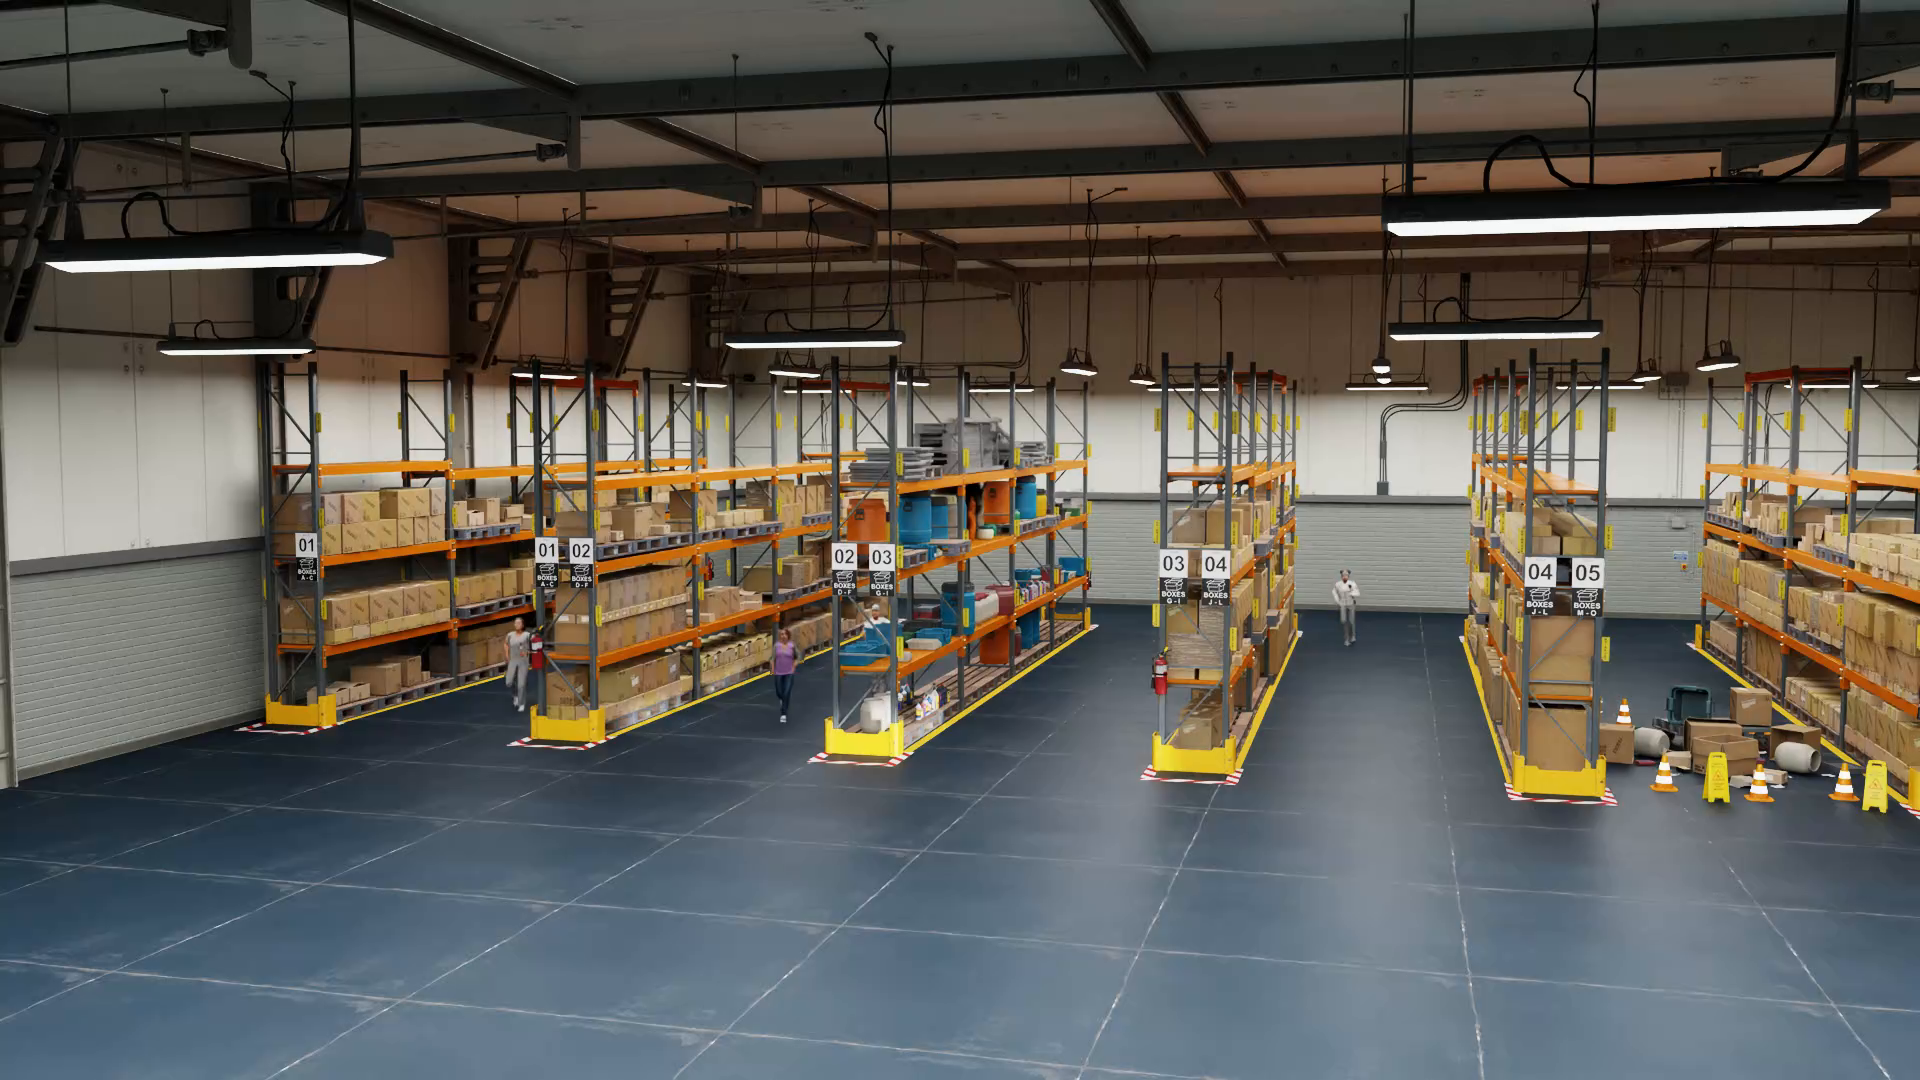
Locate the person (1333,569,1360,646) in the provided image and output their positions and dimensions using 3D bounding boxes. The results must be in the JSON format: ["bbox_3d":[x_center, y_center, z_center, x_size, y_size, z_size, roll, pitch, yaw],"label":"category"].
[{"bbox_3d":[8.733,1.526,37.613,0.612,1.758,0.711,1,4,15],"label":"person"}]

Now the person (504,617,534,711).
[{"bbox_3d":[-7.648,2.154,28.841,0.609,1.638,0.527,0,4,5],"label":"person"}]

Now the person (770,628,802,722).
[{"bbox_3d":[-2.943,2.257,28.032,0.536,1.565,0.651,0,4,0],"label":"person"}]

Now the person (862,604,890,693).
[{"bbox_3d":[-1.546,2.029,30.722,0.587,1.649,0.610,1,4,11],"label":"person"}]
